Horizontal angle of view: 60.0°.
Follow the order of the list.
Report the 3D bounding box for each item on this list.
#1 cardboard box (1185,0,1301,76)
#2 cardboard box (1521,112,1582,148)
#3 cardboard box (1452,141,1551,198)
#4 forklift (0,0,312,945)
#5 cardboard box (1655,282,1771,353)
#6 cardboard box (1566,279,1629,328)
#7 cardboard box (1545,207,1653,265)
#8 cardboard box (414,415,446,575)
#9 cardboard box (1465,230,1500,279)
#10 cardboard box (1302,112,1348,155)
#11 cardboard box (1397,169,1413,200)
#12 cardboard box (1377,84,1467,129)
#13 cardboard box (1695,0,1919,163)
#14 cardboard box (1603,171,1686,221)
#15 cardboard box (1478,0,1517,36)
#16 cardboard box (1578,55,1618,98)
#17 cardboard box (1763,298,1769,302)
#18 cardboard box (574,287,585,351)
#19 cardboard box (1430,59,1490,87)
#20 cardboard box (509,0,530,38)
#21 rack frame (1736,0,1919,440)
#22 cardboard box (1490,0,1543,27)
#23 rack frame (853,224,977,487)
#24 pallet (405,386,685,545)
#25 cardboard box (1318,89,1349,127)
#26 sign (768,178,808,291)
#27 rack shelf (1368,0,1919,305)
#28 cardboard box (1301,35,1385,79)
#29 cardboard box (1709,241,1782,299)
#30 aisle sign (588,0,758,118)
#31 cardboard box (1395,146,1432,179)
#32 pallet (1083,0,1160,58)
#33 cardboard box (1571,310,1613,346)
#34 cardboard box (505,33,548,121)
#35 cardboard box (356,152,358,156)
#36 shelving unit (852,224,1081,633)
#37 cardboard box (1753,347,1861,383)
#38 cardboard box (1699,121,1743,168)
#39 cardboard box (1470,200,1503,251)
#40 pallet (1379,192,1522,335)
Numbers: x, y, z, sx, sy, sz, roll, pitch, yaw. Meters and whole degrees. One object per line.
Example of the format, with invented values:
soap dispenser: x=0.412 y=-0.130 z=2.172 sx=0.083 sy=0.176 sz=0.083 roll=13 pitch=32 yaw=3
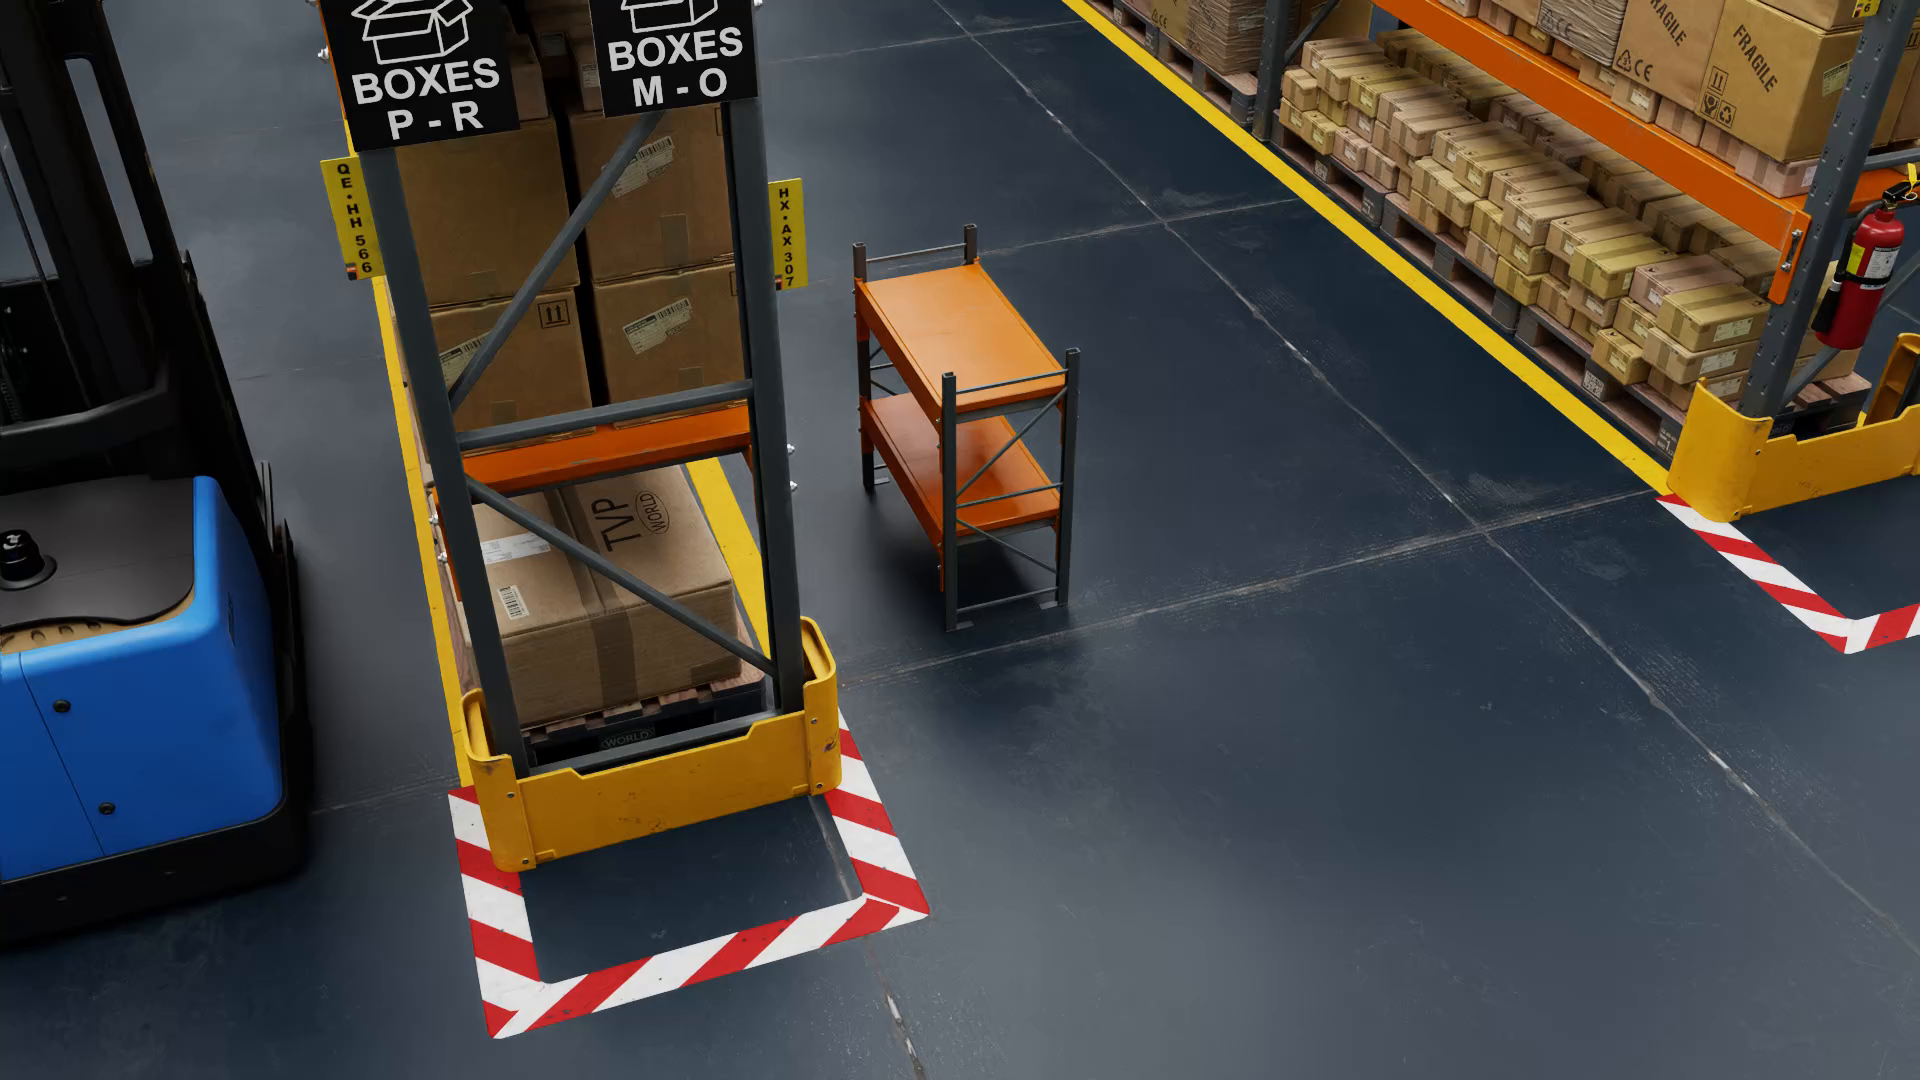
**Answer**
cardboard box: x=1.746 y=-3.227 z=10.270 sx=0.500 sy=0.500 sz=0.500 roll=-13 pitch=39 yaw=-17
cardboard box: x=3.122 y=-2.090 z=8.557 sx=0.380 sy=0.149 sz=0.250 roll=-14 pitch=39 yaw=-18
cardboard box: x=2.675 y=-1.833 z=8.216 sx=0.380 sy=0.149 sz=0.250 roll=-12 pitch=39 yaw=-16
forklift: x=-3.080 y=-0.822 z=5.406 sx=1.130 sy=2.935 sz=3.031 roll=-13 pitch=39 yaw=-16
cardboard box: x=3.194 y=-0.945 z=7.038 sx=0.380 sy=0.149 sz=0.250 roll=-12 pitch=39 yaw=-15
cardboard box: x=2.984 y=-1.112 z=7.507 sx=0.380 sy=0.149 sz=0.250 roll=-14 pitch=39 yaw=-18
cardboard box: x=2.923 y=-1.379 z=7.613 sx=0.380 sy=0.149 sz=0.250 roll=-14 pitch=39 yaw=-18
cardboard box: x=-1.643 y=-0.362 z=6.518 sx=0.875 sy=0.438 sz=0.875 roll=-11 pitch=38 yaw=-15
cardboard box: x=2.724 y=-1.433 z=8.180 sx=0.380 sy=0.149 sz=0.250 roll=-12 pitch=39 yaw=-15
cardboard box: x=2.152 y=-2.298 z=9.329 sx=0.380 sy=0.149 sz=0.250 roll=-11 pitch=38 yaw=-15
cardboard box: x=2.546 y=-1.891 z=8.788 sx=0.380 sy=0.149 sz=0.250 roll=-14 pitch=39 yaw=-18
cardboard box: x=2.445 y=-2.278 z=8.807 sx=0.380 sy=0.149 sz=0.250 roll=-13 pitch=39 yaw=-17
cardboard box: x=3.217 y=-1.792 z=6.305 sx=0.500 sy=0.500 sz=0.500 roll=-12 pitch=39 yaw=-15
cardboard box: x=3.328 y=-1.646 z=7.969 sx=0.380 sy=0.149 sz=0.250 roll=-11 pitch=38 yaw=-14
cardboard box: x=2.662 y=-2.488 z=7.769 sx=0.380 sy=0.149 sz=0.250 roll=-11 pitch=38 yaw=-14
cardboard box: x=2.913 y=-2.039 z=7.172 sx=0.380 sy=0.149 sz=0.250 roll=-14 pitch=39 yaw=-18
cardboard box: x=3.633 y=-1.096 z=7.485 sx=0.380 sy=0.149 sz=0.250 roll=-13 pitch=39 yaw=-16
cardboard box: x=-1.095 y=-1.001 z=5.502 sx=0.500 sy=0.500 sz=0.500 roll=-13 pitch=39 yaw=-17
cardboard box: x=2.822 y=-2.536 z=9.150 sx=0.380 sy=0.149 sz=0.250 roll=-13 pitch=39 yaw=-16
cardboard box: x=-1.081 y=-1.410 z=5.215 sx=0.500 sy=0.500 sz=0.500 roll=-13 pitch=39 yaw=-17
rack frame: x=3.614 y=-1.432 z=6.158 sx=1.000 sy=3.000 sz=0.127 roll=-12 pitch=39 yaw=-16
cardboard box: x=2.700 y=-2.652 z=7.447 sx=0.500 sy=0.500 sz=0.500 roll=-11 pitch=38 yaw=-14
rack frame: x=-0.173 y=-0.733 z=6.788 sx=0.500 sy=1.125 sz=0.032 roll=-12 pitch=39 yaw=-16
pallet: x=-1.764 y=-0.360 z=7.053 sx=1.003 sy=0.211 sz=1.213 roll=-12 pitch=39 yaw=-16
cardboard box: x=2.233 y=-2.444 z=9.275 sx=0.380 sy=0.149 sz=0.250 roll=-12 pitch=39 yaw=-16
sign: x=-0.476 y=-0.839 z=4.586 sx=0.100 sy=0.325 sz=0.005 roll=-12 pitch=39 yaw=-16
rack shelf: x=2.925 y=-2.275 z=7.875 sx=1.077 sy=0.370 sz=4.000 roll=-12 pitch=39 yaw=-16
cardboard box: x=2.161 y=-2.721 z=9.395 sx=0.380 sy=0.149 sz=0.250 roll=-11 pitch=38 yaw=-14
cardboard box: x=3.545 y=-1.196 z=7.371 sx=0.380 sy=0.149 sz=0.250 roll=-12 pitch=39 yaw=-15
aisle sign: x=-0.702 y=-1.408 z=3.965 sx=0.394 sy=0.787 sz=0.004 roll=-12 pitch=39 yaw=-16
cardboard box: x=2.513 y=-2.001 z=8.686 sx=0.380 sy=0.149 sz=0.250 roll=-11 pitch=38 yaw=-14
pallet: x=1.544 y=-3.708 z=11.497 sx=1.003 sy=0.211 sz=1.213 roll=-12 pitch=39 yaw=-16
cardboard box: x=3.043 y=-1.007 z=7.614 sx=0.380 sy=0.149 sz=0.250 roll=-13 pitch=39 yaw=-16
cardboard box: x=-1.311 y=-1.210 z=4.410 sx=0.380 sy=0.149 sz=0.250 roll=-12 pitch=39 yaw=-15
cardboard box: x=-1.596 y=-1.302 z=5.071 sx=0.500 sy=0.500 sz=0.500 roll=-12 pitch=39 yaw=-16
shelving unit: x=0.002 y=-0.445 z=6.407 sx=0.538 sy=1.125 sz=1.048 roll=-12 pitch=39 yaw=-16
cardboard box: x=3.734 y=-0.824 z=7.371 sx=0.380 sy=0.149 sz=0.250 roll=-12 pitch=39 yaw=-15
cardboard box: x=3.186 y=-1.606 z=6.598 sx=0.380 sy=0.149 sz=0.250 roll=-13 pitch=39 yaw=-16
cardboard box: x=2.722 y=-1.551 z=8.089 sx=0.380 sy=0.149 sz=0.250 roll=-11 pitch=38 yaw=-14
pallet: x=2.925 y=-1.516 z=8.587 sx=1.003 sy=0.211 sz=1.213 roll=-12 pitch=39 yaw=-16
